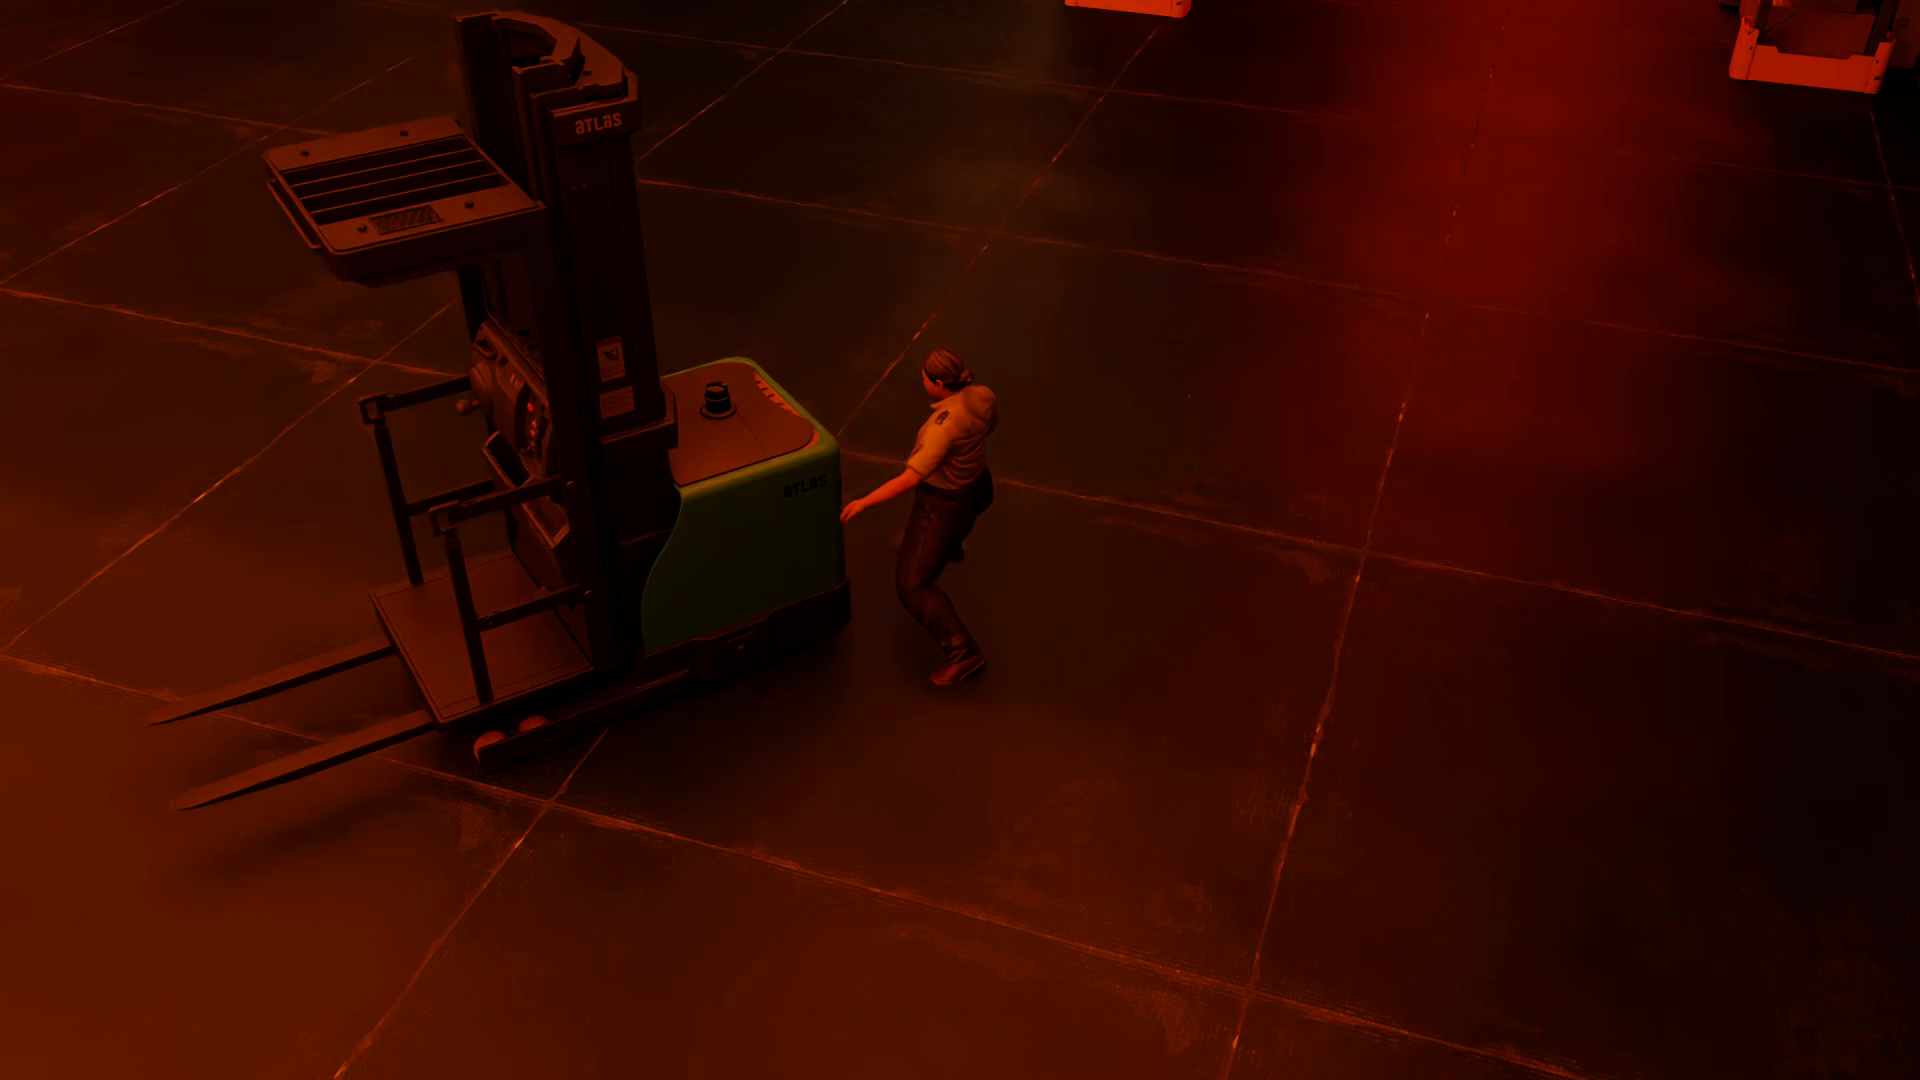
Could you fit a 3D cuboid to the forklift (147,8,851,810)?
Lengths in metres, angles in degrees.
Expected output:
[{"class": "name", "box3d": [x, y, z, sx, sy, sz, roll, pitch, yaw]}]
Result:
[{"class": "forklift", "box3d": [-2.049, -0.548, 6.883, 3.031, 2.935, 1.130, -20, 40, -25]}]

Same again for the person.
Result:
[{"class": "person", "box3d": [-0.106, -0.216, 7.697, 0.779, 1.528, 0.928, 19, 39, 24]}]
